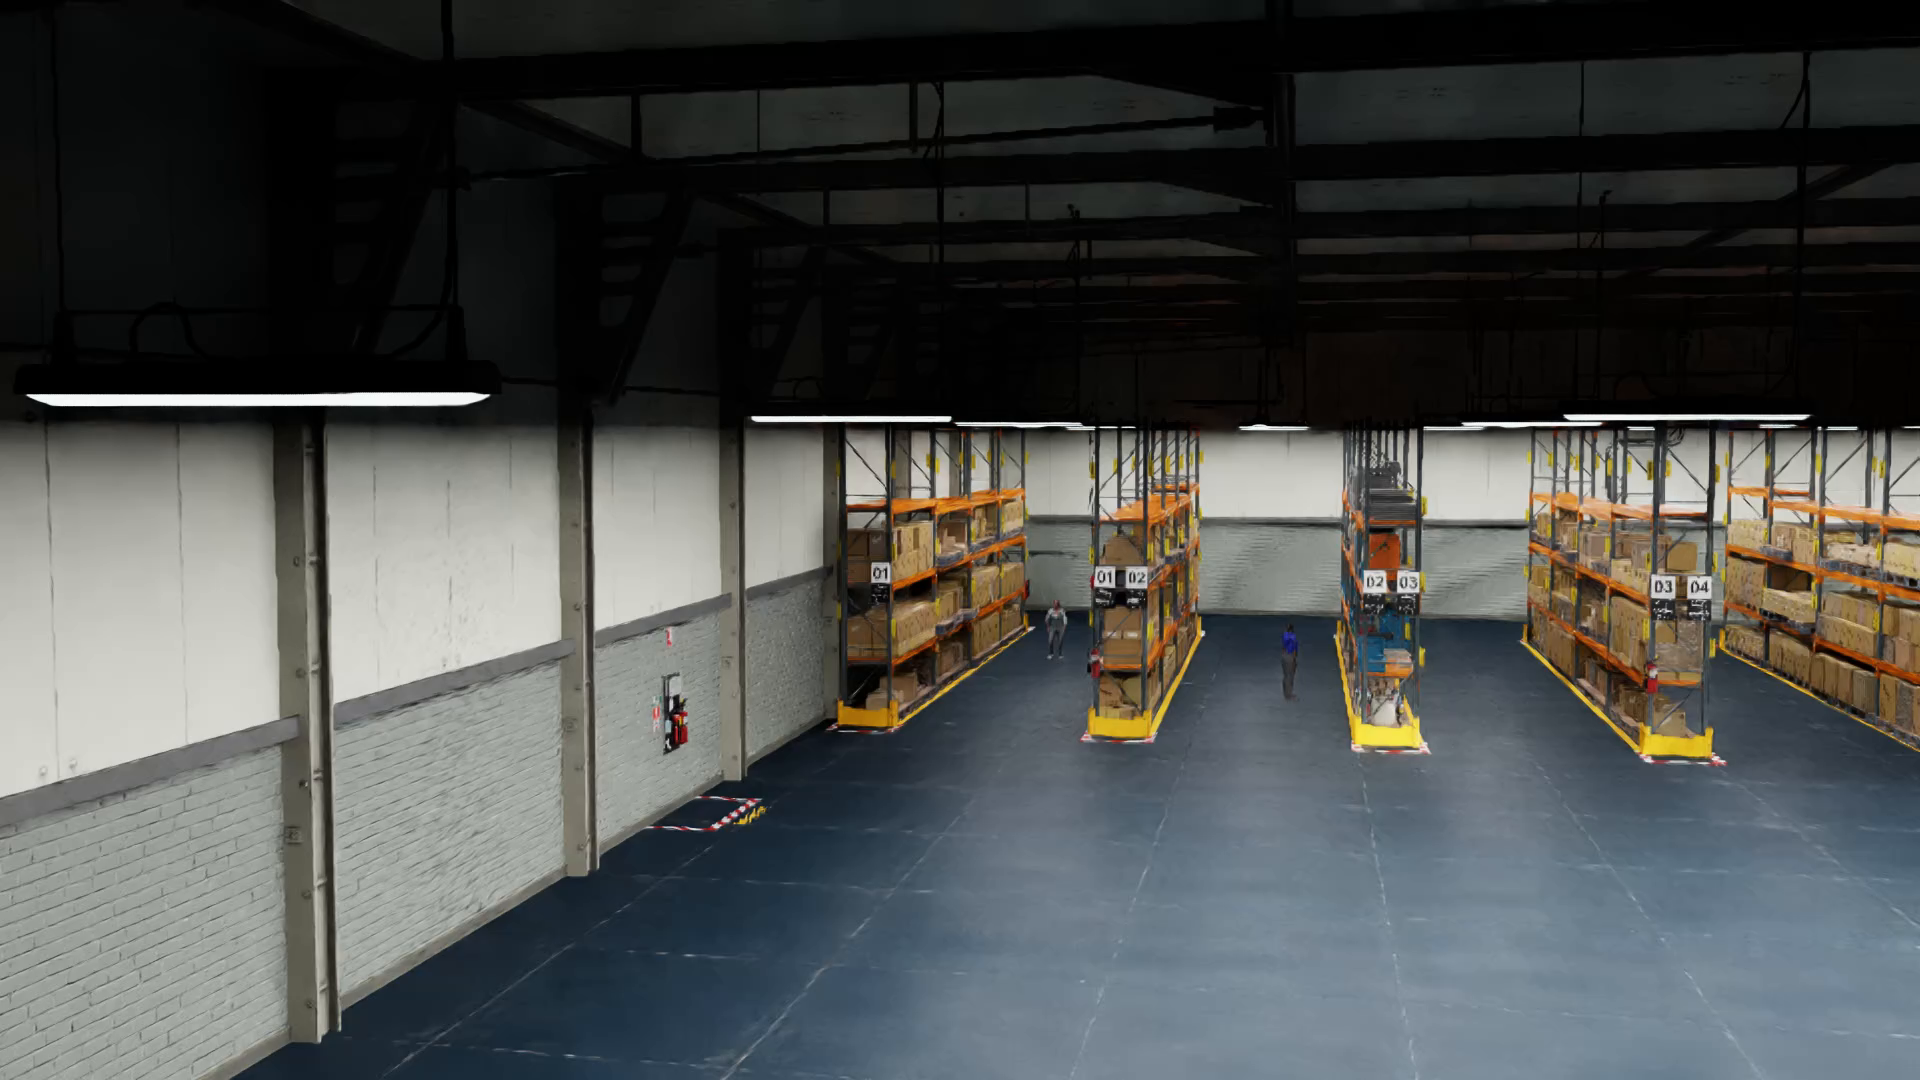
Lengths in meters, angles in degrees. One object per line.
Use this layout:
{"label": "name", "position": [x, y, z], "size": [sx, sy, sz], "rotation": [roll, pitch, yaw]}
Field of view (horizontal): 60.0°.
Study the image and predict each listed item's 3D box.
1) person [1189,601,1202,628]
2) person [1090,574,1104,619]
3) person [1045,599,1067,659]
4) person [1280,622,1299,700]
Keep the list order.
{"label": "person", "position": [6.620, 1.699, 48.116], "size": [0.616, 1.780, 0.598], "rotation": [-3, 5, -43]}
{"label": "person", "position": [4.201, 1.617, 50.369], "size": [0.545, 1.669, 1.031], "rotation": [1, 4, 11]}
{"label": "person", "position": [2.425, 2.259, 41.875], "size": [0.566, 1.508, 0.519], "rotation": [1, 4, 8]}
{"label": "person", "position": [7.083, 2.573, 35.587], "size": [0.414, 1.666, 0.507], "rotation": [-1, 4, -19]}
